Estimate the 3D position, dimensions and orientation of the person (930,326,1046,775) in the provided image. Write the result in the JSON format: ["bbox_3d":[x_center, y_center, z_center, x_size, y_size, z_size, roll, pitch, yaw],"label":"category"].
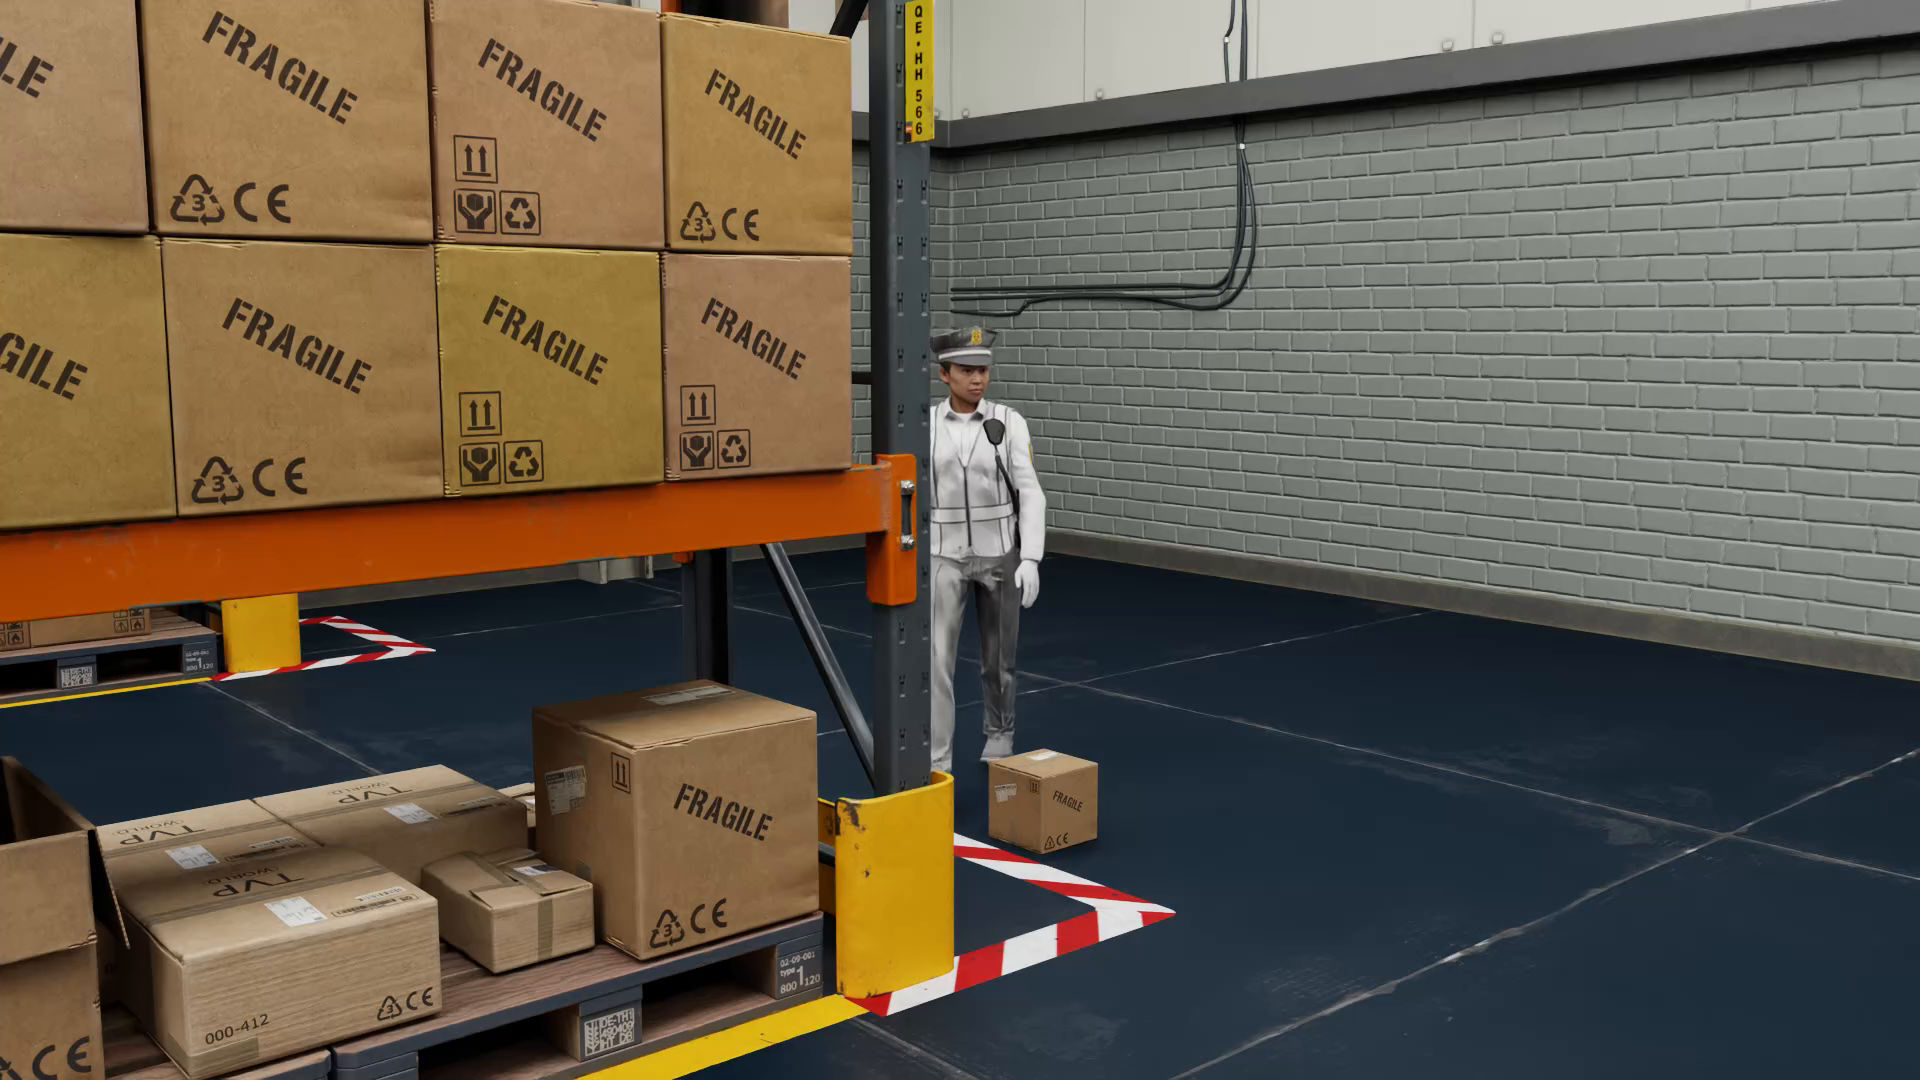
[{"bbox_3d":[0.042,0.073,5.729,0.515,1.605,1.004,0,8,0],"label":"person"}]
